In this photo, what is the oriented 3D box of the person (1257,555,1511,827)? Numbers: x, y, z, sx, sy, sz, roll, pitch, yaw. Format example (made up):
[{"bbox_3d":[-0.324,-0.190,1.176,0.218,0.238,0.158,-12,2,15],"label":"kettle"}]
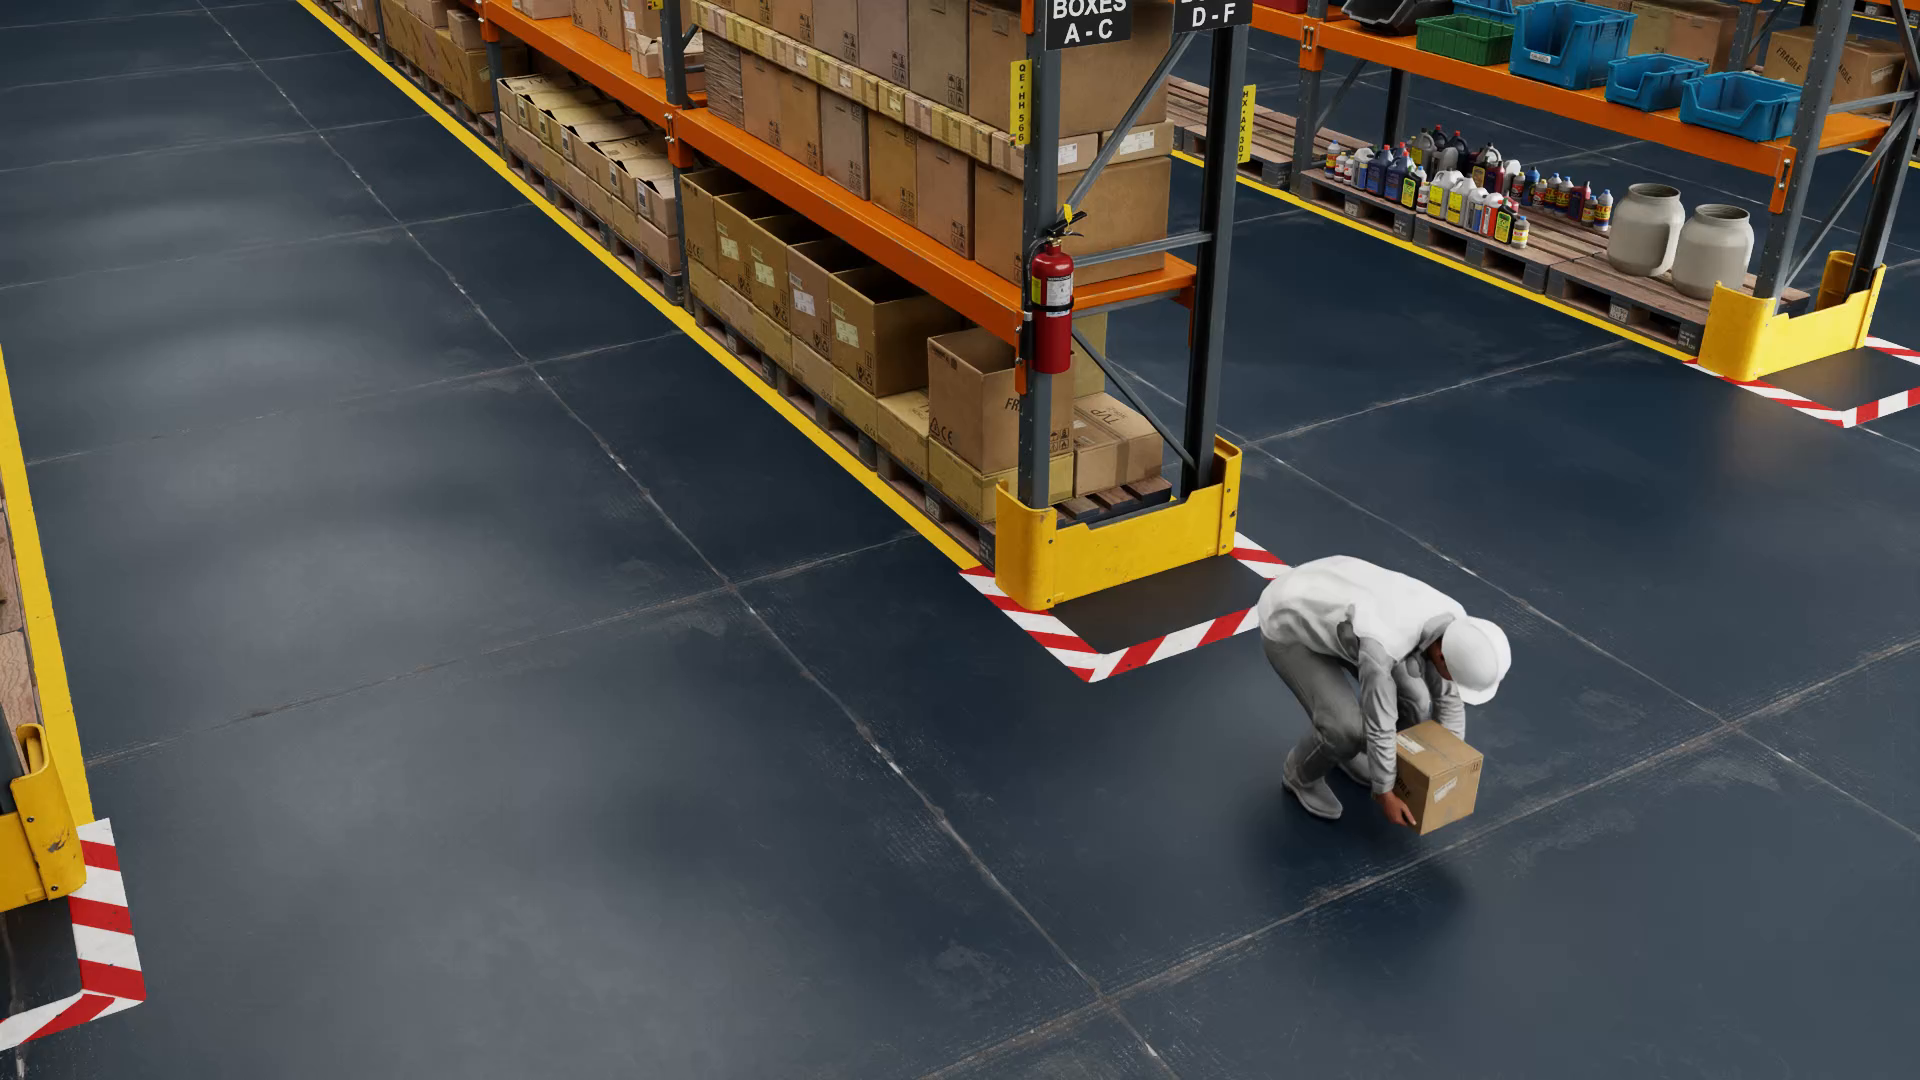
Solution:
[{"bbox_3d":[1.485,0.552,5.910,0.513,0.989,0.986,-17,33,-28],"label":"person"}]
